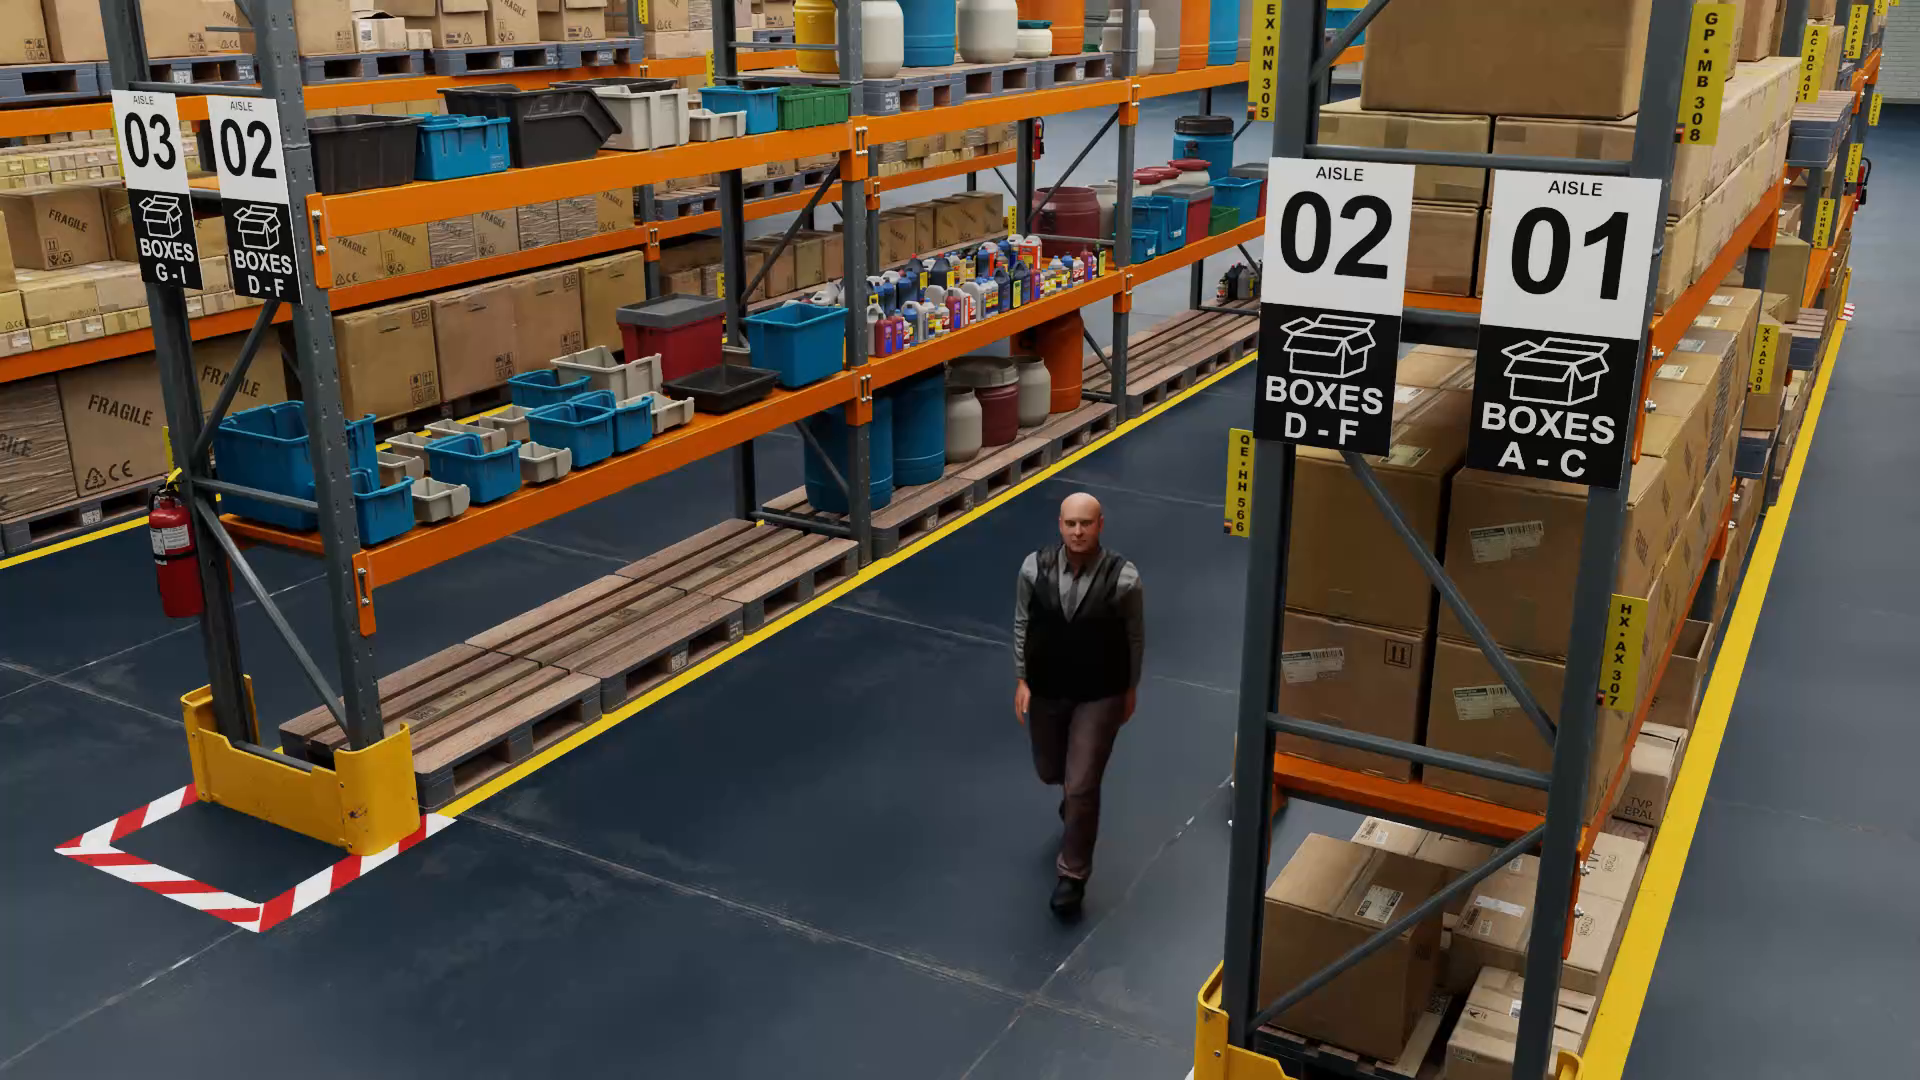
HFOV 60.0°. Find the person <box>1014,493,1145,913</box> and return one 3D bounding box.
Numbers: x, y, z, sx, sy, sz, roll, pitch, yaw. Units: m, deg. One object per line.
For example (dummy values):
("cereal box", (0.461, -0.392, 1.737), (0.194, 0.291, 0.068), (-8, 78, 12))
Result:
("person", (0.489, 0.602, 6.892), (0.531, 1.690, 0.955), (7, 20, 19))
